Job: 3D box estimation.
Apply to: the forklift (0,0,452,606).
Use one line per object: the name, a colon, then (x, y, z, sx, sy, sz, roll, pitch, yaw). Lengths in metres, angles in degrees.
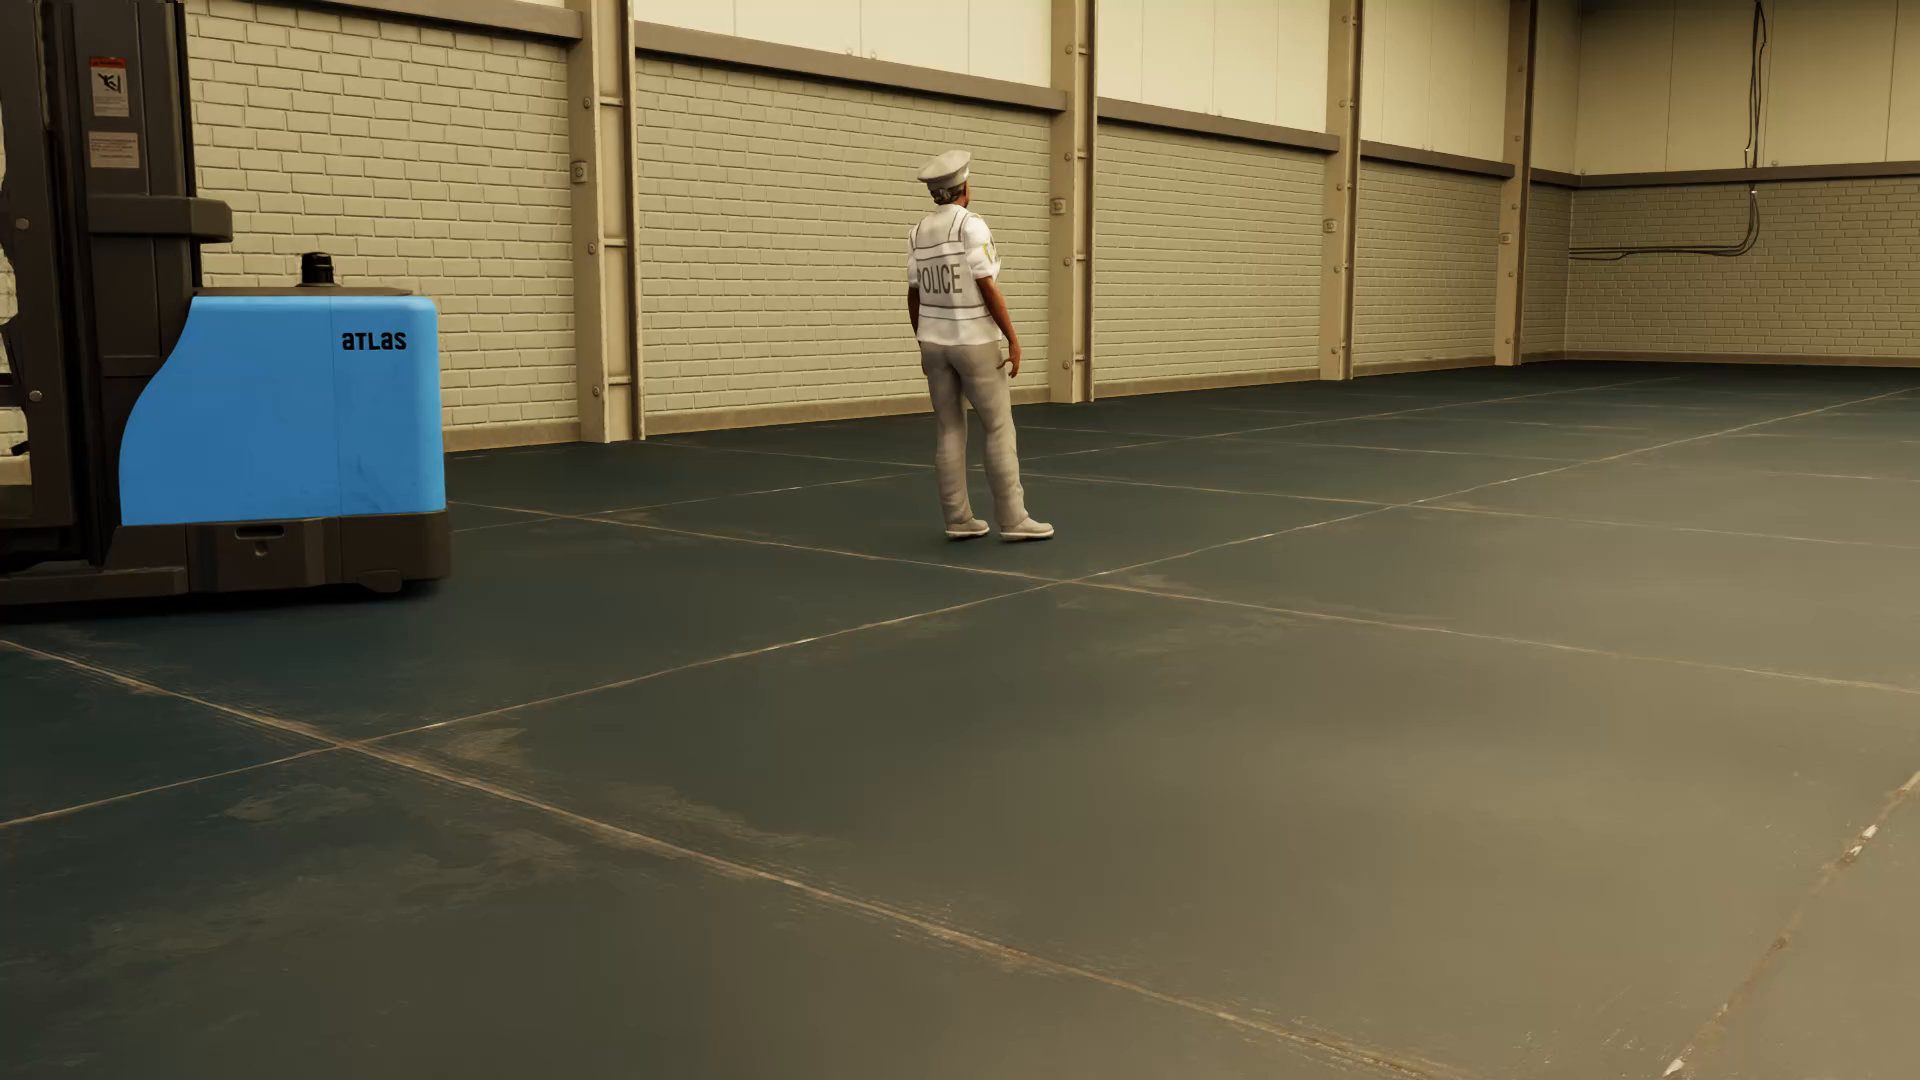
forklift: (-3.420, -1.234, 5.714, 3.031, 2.935, 1.130, -3, 9, -21)

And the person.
person: (0.062, -0.852, 7.326, 0.569, 1.694, 0.530, 7, 11, 38)
